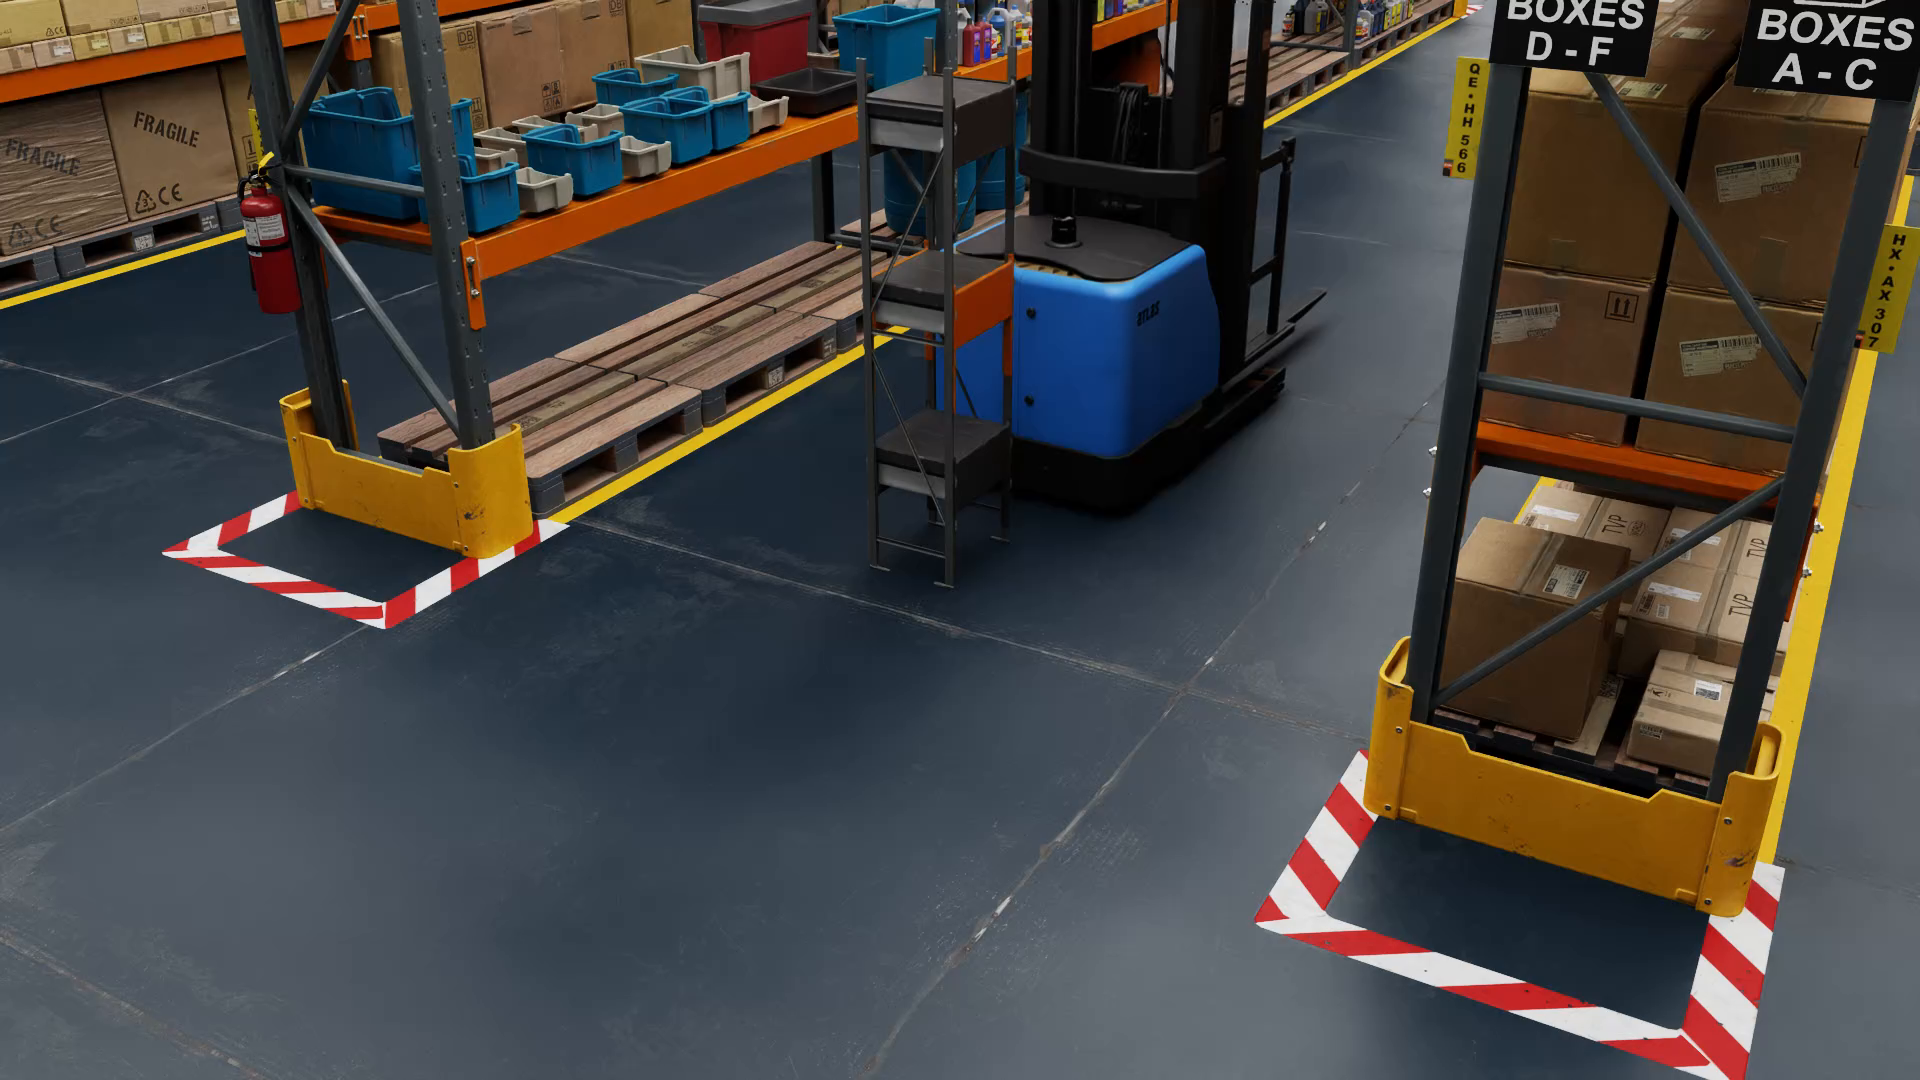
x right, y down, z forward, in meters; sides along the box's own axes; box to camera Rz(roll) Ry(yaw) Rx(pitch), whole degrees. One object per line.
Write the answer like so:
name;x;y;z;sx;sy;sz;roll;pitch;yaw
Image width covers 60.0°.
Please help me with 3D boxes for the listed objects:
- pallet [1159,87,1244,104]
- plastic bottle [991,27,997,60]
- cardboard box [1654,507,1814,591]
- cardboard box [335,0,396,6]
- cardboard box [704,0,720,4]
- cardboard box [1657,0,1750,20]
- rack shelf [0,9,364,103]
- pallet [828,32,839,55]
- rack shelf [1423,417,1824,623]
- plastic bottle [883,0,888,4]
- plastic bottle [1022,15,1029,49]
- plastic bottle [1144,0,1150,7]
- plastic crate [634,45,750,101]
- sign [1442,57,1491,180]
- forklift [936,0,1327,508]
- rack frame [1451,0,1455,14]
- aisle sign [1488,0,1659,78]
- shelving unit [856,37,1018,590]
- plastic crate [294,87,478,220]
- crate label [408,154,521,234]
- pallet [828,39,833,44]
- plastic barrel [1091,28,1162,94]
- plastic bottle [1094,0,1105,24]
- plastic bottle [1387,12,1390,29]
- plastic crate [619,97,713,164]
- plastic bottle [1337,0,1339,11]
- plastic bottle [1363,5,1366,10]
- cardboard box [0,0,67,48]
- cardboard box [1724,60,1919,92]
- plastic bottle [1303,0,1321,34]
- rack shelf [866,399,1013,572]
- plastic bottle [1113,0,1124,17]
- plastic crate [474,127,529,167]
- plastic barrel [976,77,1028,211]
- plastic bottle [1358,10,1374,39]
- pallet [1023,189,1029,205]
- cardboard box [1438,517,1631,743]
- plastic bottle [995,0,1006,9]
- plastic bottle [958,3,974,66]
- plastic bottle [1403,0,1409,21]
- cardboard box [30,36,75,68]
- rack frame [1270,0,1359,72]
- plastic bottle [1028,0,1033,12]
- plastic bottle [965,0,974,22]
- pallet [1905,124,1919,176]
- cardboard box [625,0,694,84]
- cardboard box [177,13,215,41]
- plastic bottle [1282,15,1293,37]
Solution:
pallet;1.906;-3.620;14.247;1.003;0.211;1.213;14;30;26
plastic bottle;0.182;-3.076;10.266;0.097;0.201;0.097;0;27;0
cardboard box;2.873;0.130;6.220;0.500;0.250;0.500;14;30;26
cardboard box;-4.345;-4.275;12.327;0.500;0.500;0.500;14;30;26
cardboard box;-2.517;-5.347;16.043;0.500;0.250;0.500;16;31;28
cardboard box;2.597;-1.690;6.047;0.500;0.500;0.500;15;30;28
rack shelf;-5.773;-3.005;10.705;1.077;0.370;4.000;14;30;26
pallet;-1.834;-5.196;17.393;1.003;0.211;1.213;14;30;26
rack shelf;2.850;-0.822;6.344;1.077;0.370;4.000;14;30;26
plastic bottle;-0.490;-3.288;10.597;0.061;0.283;0.133;14;30;26
plastic bottle;0.392;-3.242;10.598;0.097;0.201;0.097;0;27;0
plastic bottle;1.334;-3.989;12.089;0.097;0.201;0.097;0;27;0
plastic crate;-1.388;-2.434;8.827;0.437;0.282;0.530;14;30;26
sign;1.393;-1.153;4.556;0.100;0.325;0.005;14;30;26
forklift;1.050;-2.071;8.113;1.130;2.935;3.031;15;30;28
rack frame;5.427;-7.692;19.265;1.000;3.000;0.127;14;30;26
aisle sign;1.566;-1.567;4.126;0.394;0.787;0.004;14;30;26
shelving unit;-0.081;-0.874;6.651;0.431;2.100;0.503;14;30;26
plastic crate;-2.442;-1.670;7.130;0.616;0.435;0.499;14;30;26
crate label;-2.036;-1.432;6.879;0.416;0.233;0.303;14;30;26
pallet;-1.235;-5.673;18.347;1.003;0.211;1.213;14;30;26
plastic barrel;1.265;-3.597;13.040;0.600;0.830;0.708;14;30;26
plastic bottle;0.945;-3.701;11.422;0.061;0.283;0.133;14;30;26
plastic bottle;4.470;-5.480;17.481;0.097;0.201;0.097;0;27;0
plastic crate;-1.388;-1.945;7.905;0.416;0.233;0.300;14;30;26
plastic bottle;4.136;-5.952;18.331;0.061;0.283;0.133;15;30;27
plastic bottle;4.184;-5.416;17.275;0.097;0.271;0.097;0;27;0
cardboard box;-5.785;-3.140;10.006;0.500;0.250;0.500;13;29;24
cardboard box;2.565;-1.176;5.020;0.500;0.500;0.500;15;30;27
plastic bottle;3.650;-5.428;17.210;0.144;0.351;0.185;14;30;26
rack shelf;-0.081;-0.236;6.971;0.431;0.518;0.480;14;30;26
plastic bottle;1.101;-3.825;11.670;0.061;0.283;0.133;14;30;26
plastic crate;-2.046;-1.833;7.787;0.396;0.136;0.243;14;30;26
plastic barrel;0.154;-2.749;11.265;0.600;0.901;0.708;14;30;26
plastic bottle;4.133;-5.271;16.981;0.152;0.276;0.135;15;30;28
pallet;0.539;-2.537;12.082;1.003;0.211;1.213;14;30;26
cardboard box;1.919;0.291;5.619;0.500;0.500;0.500;14;30;26
plastic bottle;0.233;-3.853;11.650;0.144;0.351;0.185;14;30;26
plastic bottle;-0.001;-3.075;10.096;0.144;0.351;0.185;14;30;26
plastic bottle;4.757;-5.766;17.969;0.152;0.276;0.135;14;30;26
cardboard box;-5.664;-3.002;10.176;0.380;0.149;0.250;14;30;26
rack frame;3.459;-6.133;16.150;1.000;3.000;0.127;14;30;26
plastic bottle;0.538;-3.417;10.864;0.152;0.276;0.135;14;30;26
plastic bottle;0.048;-3.553;11.141;0.097;0.271;0.097;0;27;0
pallet;4.322;-2.124;8.357;1.003;0.211;1.213;14;30;26
cardboard box;-3.179;-4.638;15.069;1.225;0.875;0.875;13;29;24
cardboard box;-5.159;-3.401;10.974;0.380;0.149;0.250;15;30;27
plastic bottle;3.366;-5.288;17.098;0.097;0.201;0.097;0;27;0
